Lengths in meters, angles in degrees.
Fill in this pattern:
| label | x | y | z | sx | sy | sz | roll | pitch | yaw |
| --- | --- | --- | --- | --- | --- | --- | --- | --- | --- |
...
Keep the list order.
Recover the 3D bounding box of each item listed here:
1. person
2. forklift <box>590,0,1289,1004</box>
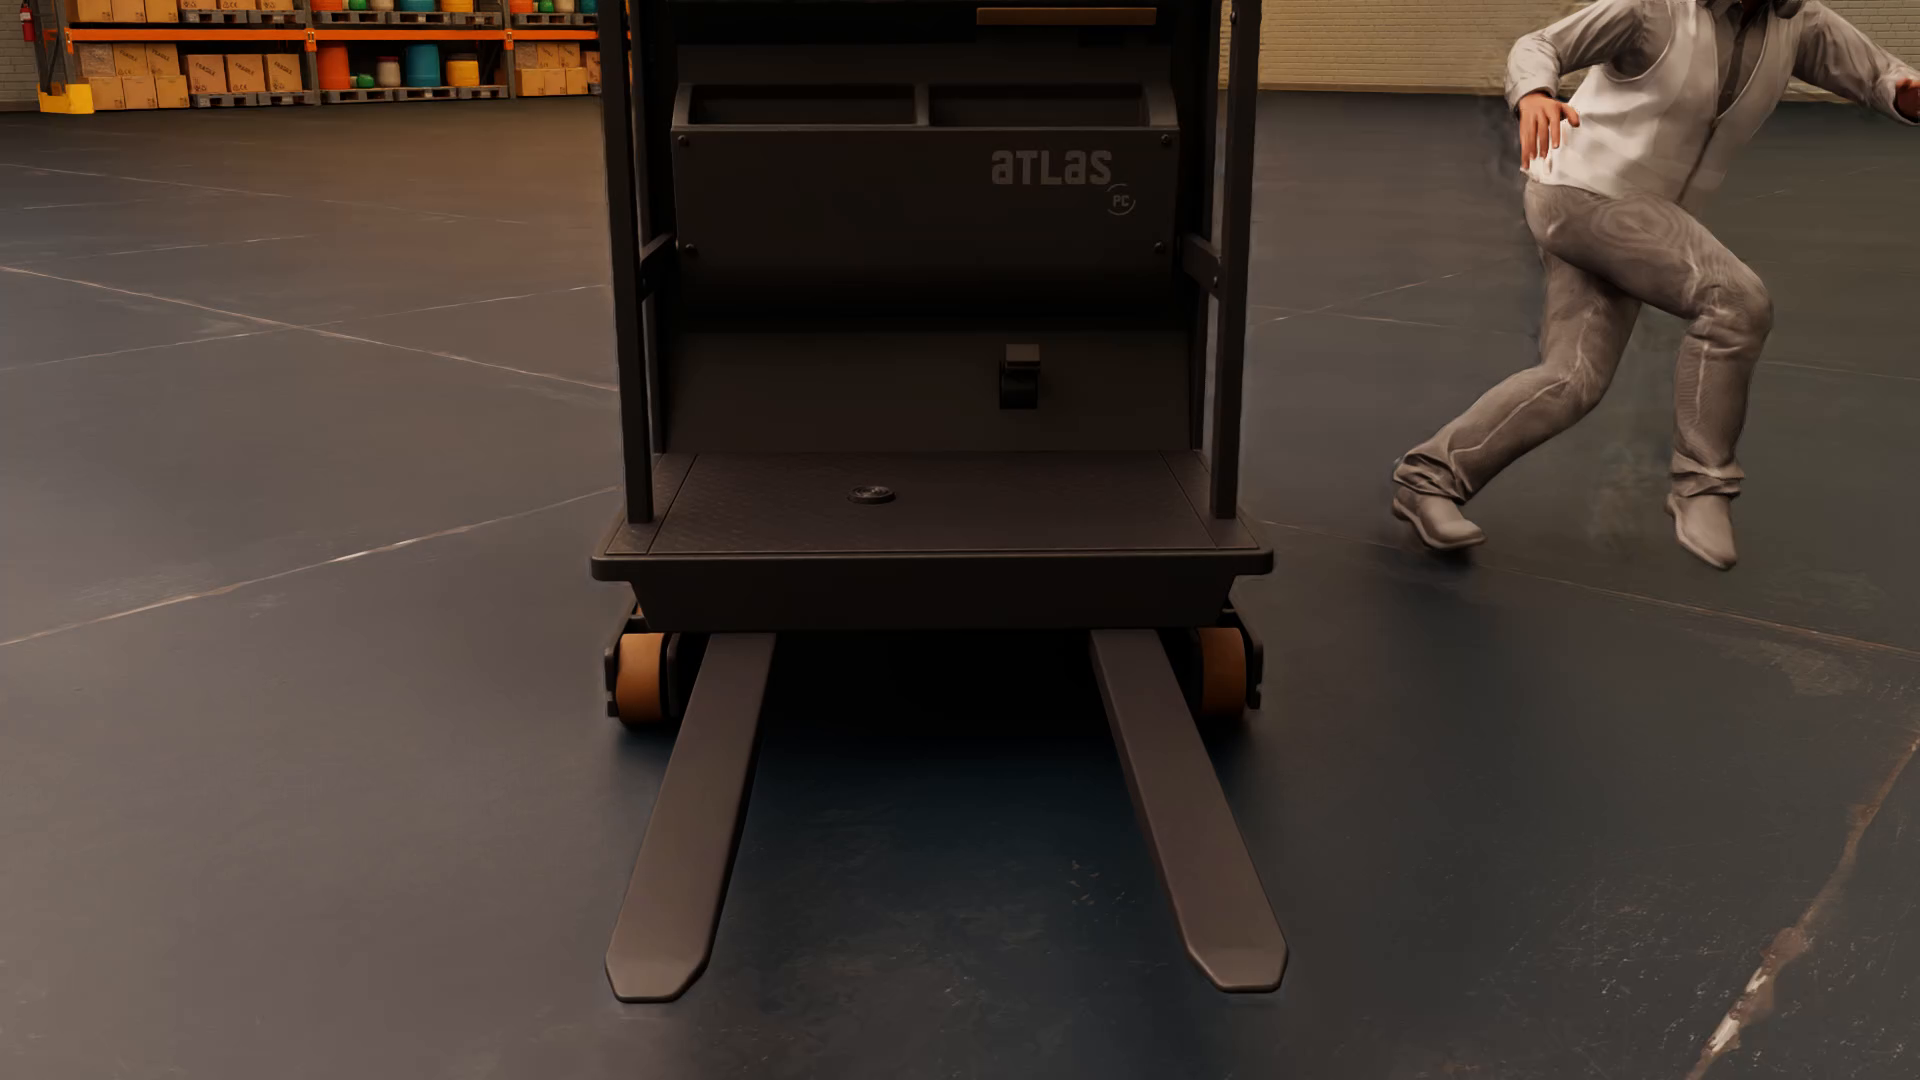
| label | x | y | z | sx | sy | sz | roll | pitch | yaw |
| --- | --- | --- | --- | --- | --- | --- | --- | --- | --- |
| person | 1.554 | -0.709 | 3.594 | 0.960 | 1.523 | 0.927 | -12 | 20 | -34 |
| forklift | -0.055 | -1.173 | 2.760 | 1.130 | 2.935 | 3.031 | 0 | 17 | -2 |
